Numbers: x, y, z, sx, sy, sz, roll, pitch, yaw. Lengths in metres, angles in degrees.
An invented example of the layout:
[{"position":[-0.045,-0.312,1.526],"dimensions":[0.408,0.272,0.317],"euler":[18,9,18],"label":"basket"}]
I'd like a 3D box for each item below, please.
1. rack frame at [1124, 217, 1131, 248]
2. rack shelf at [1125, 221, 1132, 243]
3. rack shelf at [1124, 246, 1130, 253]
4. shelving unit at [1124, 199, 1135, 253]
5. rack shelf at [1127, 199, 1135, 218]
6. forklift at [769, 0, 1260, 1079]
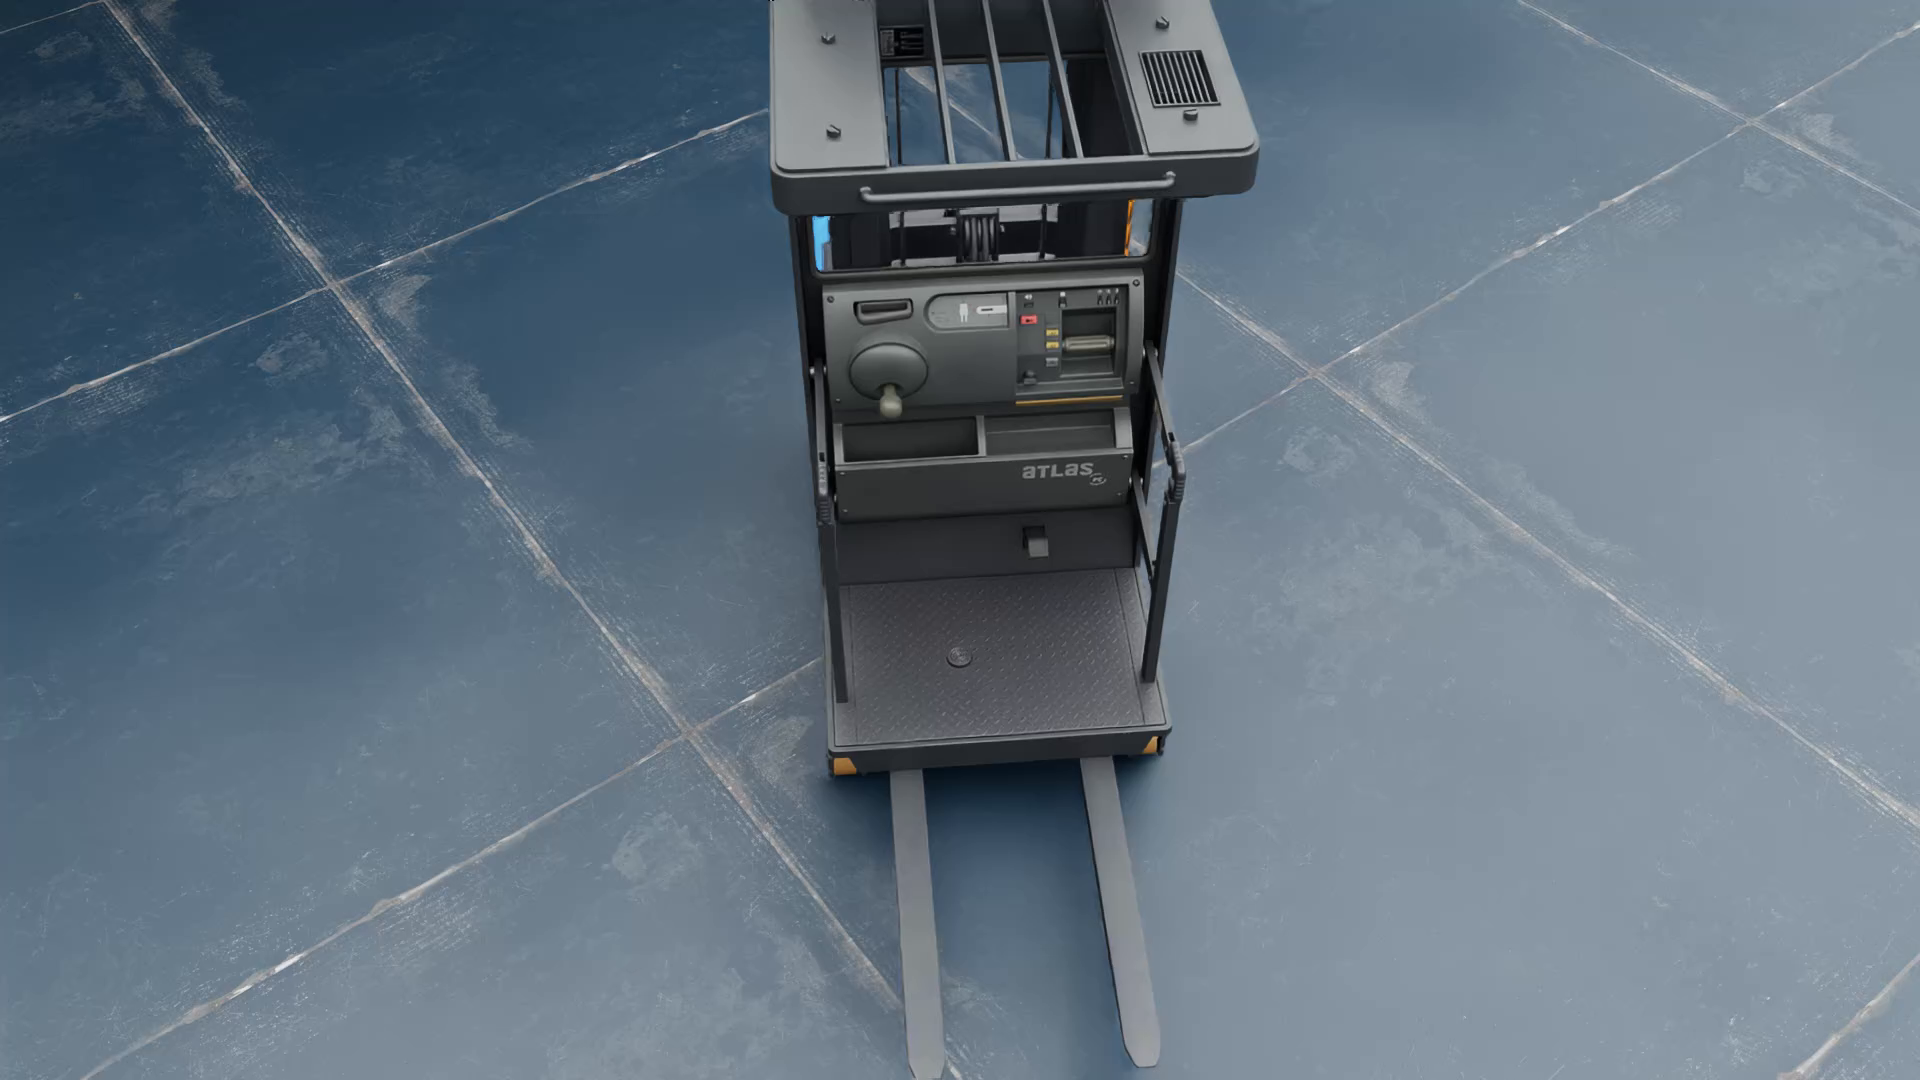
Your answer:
[{"position":[0.539,-1.165,6.496],"dimensions":[0.240,1.200,0.006],"euler":[13,48,11],"label":"rack frame"},{"position":[0.513,-1.153,6.381],"dimensions":[0.258,0.103,0.180],"euler":[13,48,11],"label":"rack shelf"},{"position":[0.513,-1.071,6.469],"dimensions":[0.258,0.103,0.180],"euler":[13,48,11],"label":"rack shelf"},{"position":[0.513,-1.101,6.436],"dimensions":[0.258,1.200,0.189],"euler":[13,48,11],"label":"shelving unit"},{"position":[0.514,-1.234,6.293],"dimensions":[0.258,0.103,0.180],"euler":[13,48,11],"label":"rack shelf"},{"position":[0.092,-0.469,4.697],"dimensions":[1.130,2.935,3.031],"euler":[-4,48,-3],"label":"forklift"}]
